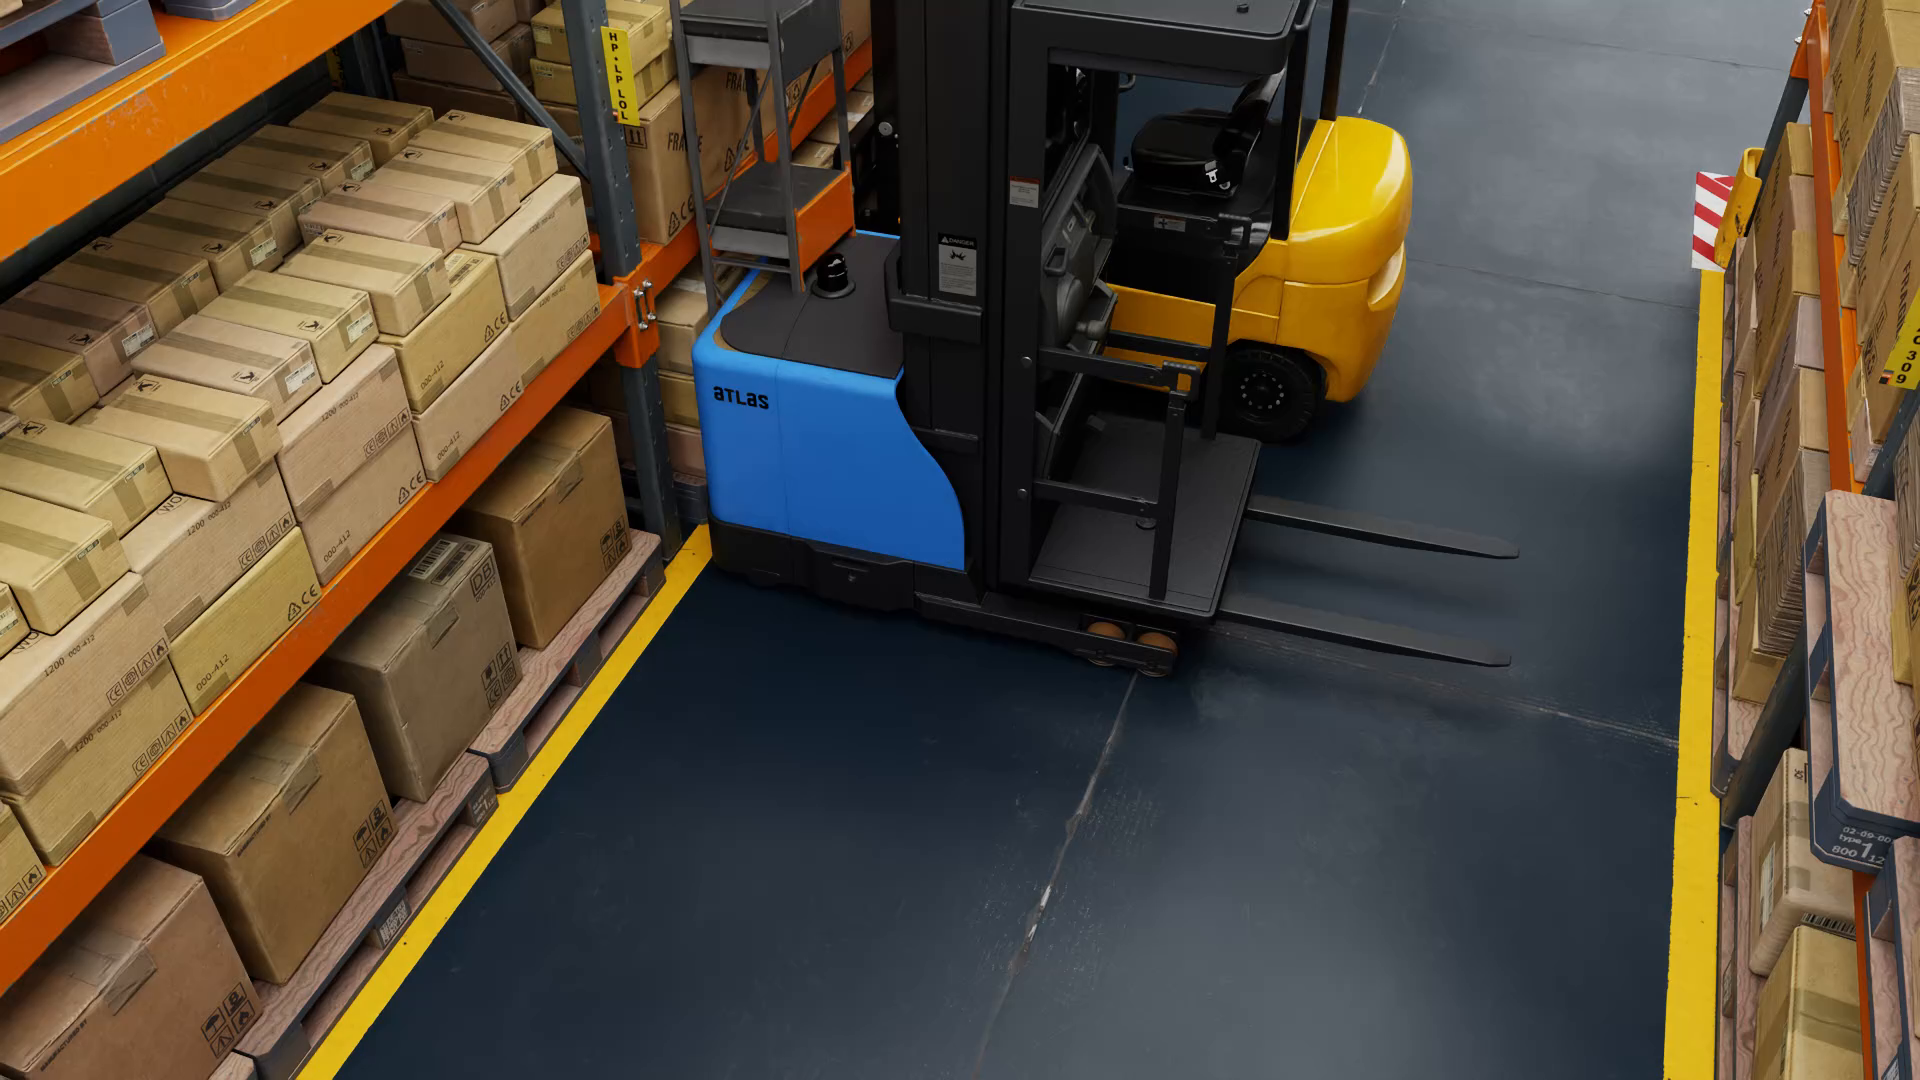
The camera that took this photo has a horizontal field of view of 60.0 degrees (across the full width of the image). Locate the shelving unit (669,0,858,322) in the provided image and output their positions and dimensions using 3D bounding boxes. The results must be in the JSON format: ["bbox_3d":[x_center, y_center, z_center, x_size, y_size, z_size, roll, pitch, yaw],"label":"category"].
[{"bbox_3d":[-0.684,-1.140,6.318,0.431,2.100,0.503,11,36,18],"label":"shelving unit"}]

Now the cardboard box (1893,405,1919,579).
[{"bbox_3d":[2.627,-0.184,4.025,0.500,0.500,0.500,14,43,16],"label":"cardboard box"}]

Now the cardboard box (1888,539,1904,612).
[{"bbox_3d":[2.571,0.107,4.183,0.380,0.149,0.250,14,42,16],"label":"cardboard box"}]

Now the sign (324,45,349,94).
[{"bbox_3d":[-2.131,-1.677,5.676,0.100,0.325,0.005,13,42,15],"label":"sign"}]

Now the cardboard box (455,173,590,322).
[{"bbox_3d":[-1.537,-0.972,5.309,0.500,0.250,0.500,12,42,14],"label":"cardboard box"}]

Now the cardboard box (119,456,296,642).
[{"bbox_3d":[-2.076,-0.043,4.219,0.500,0.250,0.500,14,42,16],"label":"cardboard box"}]

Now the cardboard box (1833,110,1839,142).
[{"bbox_3d":[3.687,-1.668,6.587,0.380,0.149,0.250,14,43,16],"label":"cardboard box"}]

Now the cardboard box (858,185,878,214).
[{"bbox_3d":[-0.627,-1.645,7.777,0.500,0.250,0.500,13,42,15],"label":"cardboard box"}]

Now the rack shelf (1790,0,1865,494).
[{"bbox_3d":[3.741,-1.042,6.214,1.077,0.370,4.000,13,42,15],"label":"rack shelf"}]

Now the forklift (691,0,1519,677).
[{"bbox_3d":[0.598,-0.996,5.659,3.031,2.935,1.130,11,42,13],"label":"forklift"}]

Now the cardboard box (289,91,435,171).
[{"bbox_3d":[-1.931,-1.313,5.401,0.380,0.149,0.250,12,42,14],"label":"cardboard box"}]

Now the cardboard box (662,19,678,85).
[{"bbox_3d":[-1.166,-1.774,5.942,0.380,0.149,0.250,14,42,16],"label":"cardboard box"}]

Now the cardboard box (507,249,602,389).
[{"bbox_3d":[-1.536,-0.773,5.460,0.500,0.250,0.500,14,42,16],"label":"cardboard box"}]

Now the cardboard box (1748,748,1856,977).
[{"bbox_3d":[2.880,1.065,4.892,0.950,0.372,0.625,14,42,16],"label":"cardboard box"}]

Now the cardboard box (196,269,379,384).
[{"bbox_3d":[-1.835,-0.588,4.551,0.380,0.149,0.250,12,42,14],"label":"cardboard box"}]

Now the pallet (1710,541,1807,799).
[{"bbox_3d":[3.253,0.548,5.945,1.003,0.211,1.213,13,42,15],"label":"pallet"}]

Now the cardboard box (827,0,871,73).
[{"bbox_3d":[-0.685,-2.378,7.150,0.500,0.500,0.500,14,42,15],"label":"cardboard box"}]

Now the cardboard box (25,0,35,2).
[{"bbox_3d":[-1.963,-1.230,3.362,0.380,0.149,0.250,13,42,15],"label":"cardboard box"}]

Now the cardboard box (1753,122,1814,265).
[{"bbox_3d":[3.881,-1.489,7.402,0.500,0.500,0.500,12,42,14],"label":"cardboard box"}]

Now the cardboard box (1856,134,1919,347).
[{"bbox_3d":[3.145,-0.889,5.174,0.500,0.500,0.500,15,43,17],"label":"cardboard box"}]

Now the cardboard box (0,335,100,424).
[{"bbox_3d":[-2.496,-0.394,4.323,0.380,0.149,0.250,14,42,15],"label":"cardboard box"}]

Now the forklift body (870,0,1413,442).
[{"bbox_3d":[0.825,-1.750,7.145,2.313,2.155,1.214,13,42,15],"label":"forklift body"}]

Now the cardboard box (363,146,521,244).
[{"bbox_3d":[-1.588,-1.061,5.106,0.380,0.149,0.250,13,42,14],"label":"cardboard box"}]

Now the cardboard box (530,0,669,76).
[{"bbox_3d":[-1.221,-1.722,5.651,0.380,0.149,0.250,14,42,16],"label":"cardboard box"}]

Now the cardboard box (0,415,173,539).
[{"bbox_3d":[-2.161,-0.139,4.025,0.380,0.149,0.250,13,42,15],"label":"cardboard box"}]

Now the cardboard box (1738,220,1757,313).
[{"bbox_3d":[3.889,-1.219,7.662,0.500,0.250,0.500,13,42,15],"label":"cardboard box"}]

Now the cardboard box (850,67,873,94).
[{"bbox_3d":[-0.438,-2.156,7.991,0.500,0.250,0.500,14,42,16],"label":"cardboard box"}]

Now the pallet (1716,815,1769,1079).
[{"bbox_3d":[2.792,1.440,4.899,1.003,0.211,1.213,13,42,15],"label":"pallet"}]

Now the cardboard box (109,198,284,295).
[{"bbox_3d":[-2.226,-0.849,4.857,0.380,0.149,0.250,13,42,15],"label":"cardboard box"}]

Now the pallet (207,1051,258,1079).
[{"bbox_3d":[-2.659,1.812,4.464,1.003,0.211,1.213,13,42,15],"label":"pallet"}]

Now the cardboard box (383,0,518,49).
[{"bbox_3d":[-1.784,-1.855,5.807,0.380,0.149,0.250,13,42,15],"label":"cardboard box"}]

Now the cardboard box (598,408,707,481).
[{"bbox_3d":[-1.132,-0.530,6.856,0.500,0.250,0.500,14,42,16],"label":"cardboard box"}]

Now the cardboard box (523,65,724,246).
[{"bbox_3d":[-1.212,-1.446,6.057,0.500,0.500,0.500,12,42,14],"label":"cardboard box"}]

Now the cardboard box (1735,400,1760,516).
[{"bbox_3d":[3.357,-0.266,6.545,0.500,0.250,0.500,14,42,16],"label":"cardboard box"}]

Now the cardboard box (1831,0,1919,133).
[{"bbox_3d":[3.655,-1.832,6.279,0.500,0.500,0.500,13,42,14],"label":"cardboard box"}]

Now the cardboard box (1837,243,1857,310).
[{"bbox_3d":[3.225,-0.884,5.669,0.380,0.149,0.250,13,42,14],"label":"cardboard box"}]

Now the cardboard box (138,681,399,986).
[{"bbox_3d":[-2.305,0.800,5.007,0.875,0.625,0.625,12,42,13],"label":"cardboard box"}]

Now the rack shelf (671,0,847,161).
[{"bbox_3d":[-0.705,-1.708,5.933,0.431,0.518,0.480,11,36,18],"label":"rack shelf"}]

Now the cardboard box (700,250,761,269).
[{"bbox_3d":[-0.964,-1.224,6.898,0.500,0.250,0.500,13,42,15],"label":"cardboard box"}]

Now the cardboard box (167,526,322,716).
[{"bbox_3d":[-2.070,0.148,4.381,0.500,0.250,0.500,15,43,16],"label":"cardboard box"}]

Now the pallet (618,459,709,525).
[{"bbox_3d":[-1.298,-0.610,7.302,1.003,0.211,1.213,13,42,15],"label":"pallet"}]

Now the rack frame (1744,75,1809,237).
[{"bbox_3d":[4.425,-2.535,7.411,1.000,3.000,0.127,13,42,15],"label":"rack frame"}]

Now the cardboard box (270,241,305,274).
[{"bbox_3d":[-2.205,-0.771,5.073,0.500,0.250,0.500,13,42,15],"label":"cardboard box"}]

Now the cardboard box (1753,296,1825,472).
[{"bbox_3d":[3.353,-0.537,6.286,0.500,0.500,0.500,15,43,17],"label":"cardboard box"}]
